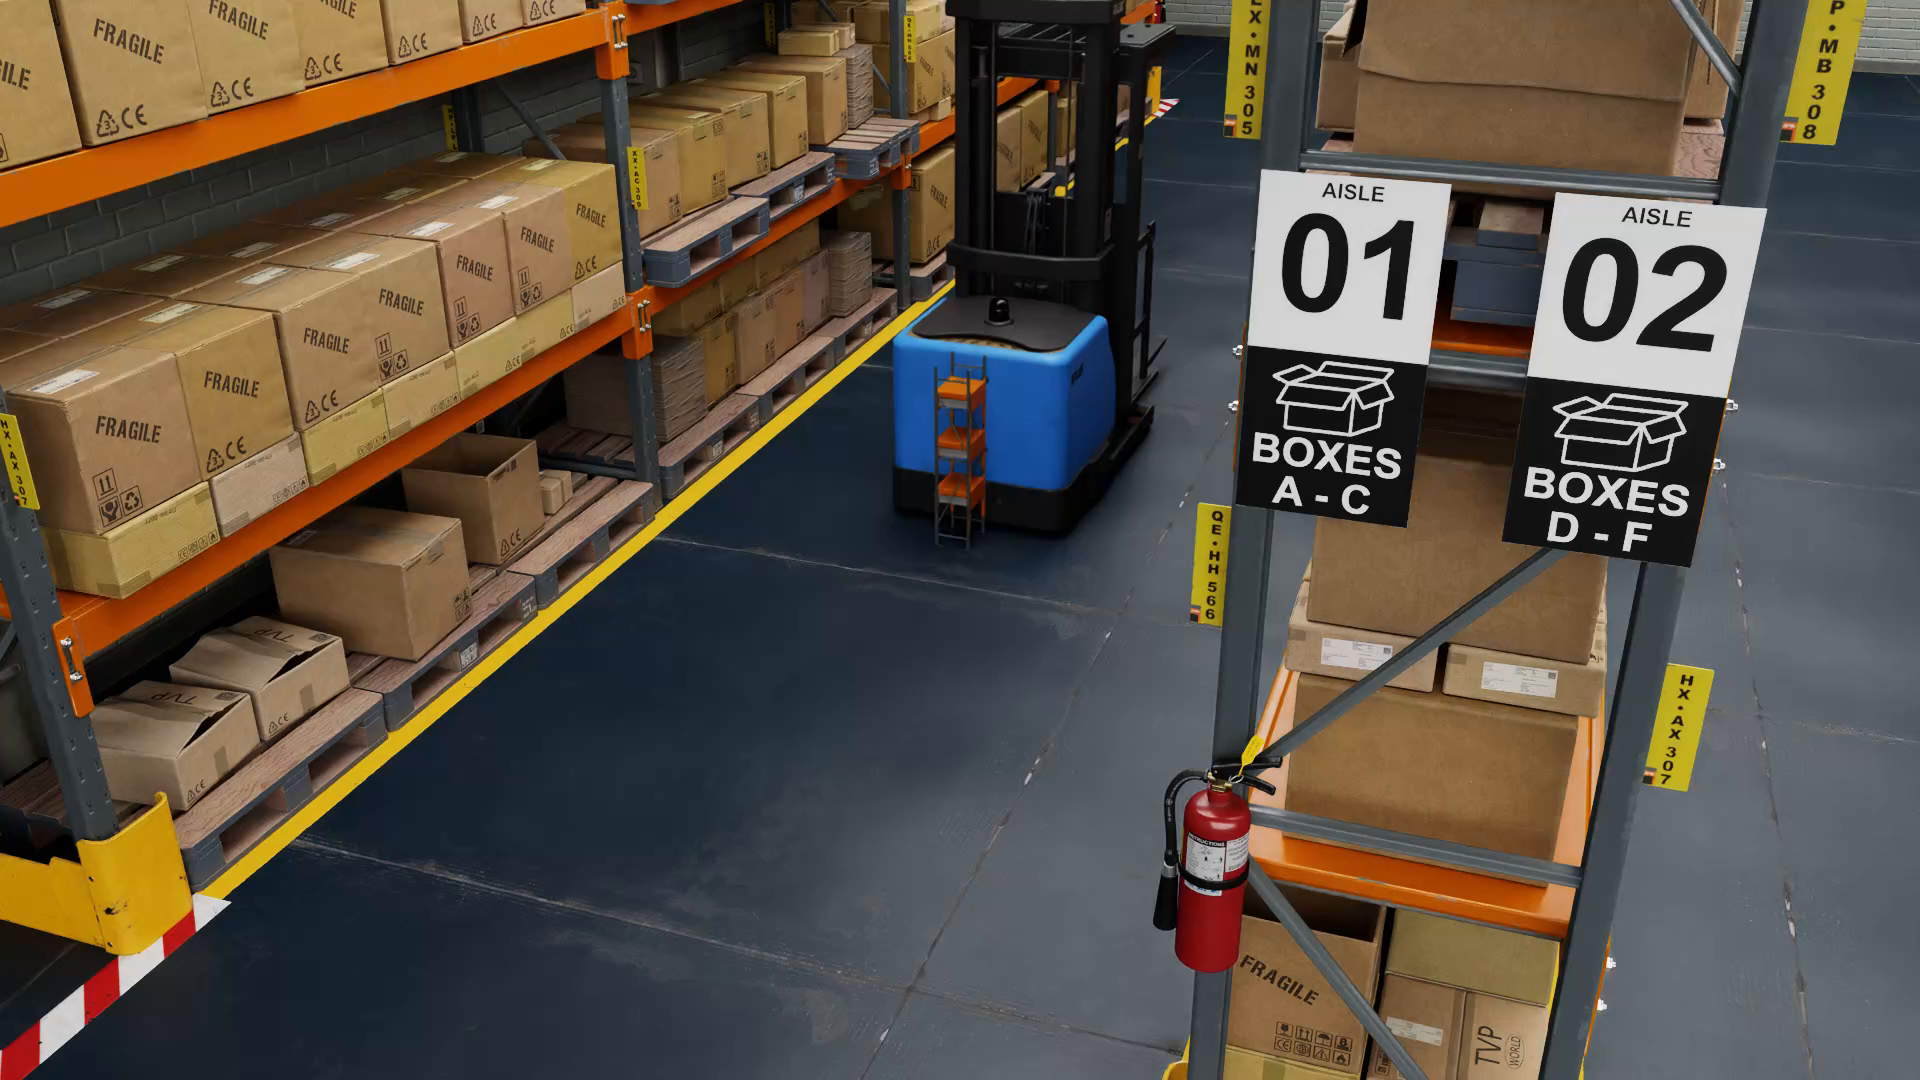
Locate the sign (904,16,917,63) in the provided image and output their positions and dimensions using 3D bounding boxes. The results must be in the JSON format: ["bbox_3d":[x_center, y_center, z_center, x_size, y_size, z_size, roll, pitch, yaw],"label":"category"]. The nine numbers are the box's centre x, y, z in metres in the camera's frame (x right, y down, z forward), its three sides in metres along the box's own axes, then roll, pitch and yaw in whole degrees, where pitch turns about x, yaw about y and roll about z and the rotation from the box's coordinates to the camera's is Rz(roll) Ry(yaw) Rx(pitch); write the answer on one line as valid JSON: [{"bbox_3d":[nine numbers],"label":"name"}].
[{"bbox_3d":[-0.365,-3.639,12.087,0.100,0.325,0.005,9,27,17],"label":"sign"}]

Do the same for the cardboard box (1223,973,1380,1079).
[{"bbox_3d":[1.030,1.561,5.257,0.500,0.250,0.500,9,27,17],"label":"cardboard box"}]

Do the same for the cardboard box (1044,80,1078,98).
[{"bbox_3d":[1.082,-4.635,17.023,0.380,0.149,0.250,10,27,19],"label":"cardboard box"}]

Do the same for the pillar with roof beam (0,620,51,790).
[{"bbox_3d":[-0.066,-2.430,3.943,9.100,9.000,0.400,9,27,17],"label":"pillar with roof beam"}]

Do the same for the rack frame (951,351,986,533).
[{"bbox_3d":[0.044,-0.526,9.131,0.200,1.050,0.008,9,27,18],"label":"rack frame"}]

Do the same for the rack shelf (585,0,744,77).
[{"bbox_3d":[-1.546,-3.433,10.282,1.077,0.370,4.000,9,27,17],"label":"rack shelf"}]

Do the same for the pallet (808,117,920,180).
[{"bbox_3d":[-1.017,-2.834,11.881,1.213,0.211,1.003,9,27,17],"label":"pallet"}]

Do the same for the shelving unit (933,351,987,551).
[{"bbox_3d":[0.001,-0.476,9.028,0.215,1.050,0.252,9,27,18],"label":"shelving unit"}]

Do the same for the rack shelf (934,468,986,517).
[{"bbox_3d":[0.001,-0.216,9.154,0.215,0.259,0.240,9,27,18],"label":"rack shelf"}]

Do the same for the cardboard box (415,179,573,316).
[{"bbox_3d":[-2.238,-1.419,8.027,0.500,0.500,0.500,9,27,17],"label":"cardboard box"}]

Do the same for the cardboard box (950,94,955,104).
[{"bbox_3d":[-0.246,-3.655,13.621,0.380,0.149,0.250,9,27,19],"label":"cardboard box"}]

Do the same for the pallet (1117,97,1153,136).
[{"bbox_3d":[1.590,-4.921,19.172,1.003,0.211,1.213,9,27,17],"label":"pallet"}]

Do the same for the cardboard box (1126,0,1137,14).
[{"bbox_3d":[1.390,-6.140,18.144,0.980,0.700,0.700,9,27,17],"label":"cardboard box"}]

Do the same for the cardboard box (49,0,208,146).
[{"bbox_3d":[-2.983,-1.662,5.660,0.500,0.500,0.500,11,28,21],"label":"cardboard box"}]

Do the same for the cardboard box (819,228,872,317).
[{"bbox_3d":[-1.071,-1.998,12.298,0.700,0.500,0.500,9,27,18],"label":"cardboard box"}]

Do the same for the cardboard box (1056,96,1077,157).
[{"bbox_3d":[0.796,-4.229,16.928,0.700,0.500,0.500,9,27,18],"label":"cardboard box"}]

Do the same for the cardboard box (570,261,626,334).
[{"bbox_3d":[-2.083,-1.288,8.617,0.500,0.250,0.500,9,27,18],"label":"cardboard box"}]

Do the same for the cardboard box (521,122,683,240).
[{"bbox_3d":[-2.010,-2.032,9.385,0.700,0.500,0.500,9,27,18],"label":"cardboard box"}]

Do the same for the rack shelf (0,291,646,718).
[{"bbox_3d":[-2.877,-0.439,7.540,1.077,0.370,4.000,9,27,17],"label":"rack shelf"}]

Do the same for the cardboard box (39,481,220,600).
[{"bbox_3d":[-3.081,-0.037,6.034,0.500,0.250,0.500,8,27,16],"label":"cardboard box"}]

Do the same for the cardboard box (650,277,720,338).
[{"bbox_3d":[-1.839,-1.482,10.371,0.500,0.250,0.500,8,27,16],"label":"cardboard box"}]

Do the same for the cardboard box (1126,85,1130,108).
[{"bbox_3d":[1.643,-5.278,19.095,0.700,0.500,0.500,9,27,17],"label":"cardboard box"}]

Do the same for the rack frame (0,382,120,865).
[{"bbox_3d":[-3.543,0.059,5.686,1.000,3.000,0.127,9,27,17],"label":"rack frame"}]

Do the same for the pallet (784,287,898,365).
[{"bbox_3d":[-1.142,-1.653,12.421,1.003,0.211,1.213,9,27,17],"label":"pallet"}]

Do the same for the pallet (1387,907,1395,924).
[{"bbox_3d":[1.753,1.211,6.507,1.003,0.211,1.213,9,27,17],"label":"pallet"}]

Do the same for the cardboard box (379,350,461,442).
[{"bbox_3d":[-2.576,-0.668,7.337,0.500,0.250,0.500,9,27,18],"label":"cardboard box"}]

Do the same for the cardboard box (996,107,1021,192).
[{"bbox_3d":[0.064,-3.442,14.902,0.750,0.750,0.750,10,27,19],"label":"cardboard box"}]

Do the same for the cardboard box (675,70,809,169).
[{"bbox_3d":[-1.421,-2.762,10.892,0.700,0.500,0.500,9,27,17],"label":"cardboard box"}]

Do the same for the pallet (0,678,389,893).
[{"bbox_3d":[-3.214,0.954,7.037,1.003,0.211,1.213,9,27,17],"label":"pallet"}]

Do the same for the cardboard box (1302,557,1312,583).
[{"bbox_3d":[1.163,0.146,4.646,0.380,0.149,0.250,9,27,19],"label":"cardboard box"}]

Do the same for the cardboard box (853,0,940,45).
[{"bbox_3d":[-0.477,-3.915,12.554,0.500,0.250,0.500,9,27,19],"label":"cardboard box"}]

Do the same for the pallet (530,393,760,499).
[{"bbox_3d":[-1.954,-0.650,10.350,1.003,0.211,1.213,9,27,17],"label":"pallet"}]

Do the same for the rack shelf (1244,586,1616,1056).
[{"bbox_3d":[1.796,0.278,6.060,1.077,0.370,4.000,9,27,17],"label":"rack shelf"}]

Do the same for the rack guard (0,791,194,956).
[{"bbox_3d":[-3.517,1.153,6.295,1.175,0.500,0.348,9,27,17],"label":"rack guard"}]

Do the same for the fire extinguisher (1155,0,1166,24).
[{"bbox_3d":[2.267,-6.309,19.354,0.296,0.674,0.183,9,27,17],"label":"fire extinguisher"}]

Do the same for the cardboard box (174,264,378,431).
[{"bbox_3d":[-2.748,-0.786,6.719,0.500,0.500,0.500,8,27,16],"label":"cardboard box"}]

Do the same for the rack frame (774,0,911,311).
[{"bbox_3d":[-0.880,-3.229,12.476,1.000,3.000,0.127,9,27,17],"label":"rack frame"}]

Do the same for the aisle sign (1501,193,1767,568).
[{"bbox_3d":[1.397,-0.323,3.492,0.394,0.787,0.004,9,27,17],"label":"aisle sign"}]

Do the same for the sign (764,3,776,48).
[{"bbox_3d":[-1.405,-3.829,12.387,0.100,0.325,0.005,9,27,17],"label":"sign"}]

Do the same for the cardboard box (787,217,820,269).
[{"bbox_3d":[-1.320,-2.110,11.670,0.500,0.250,0.500,9,27,18],"label":"cardboard box"}]

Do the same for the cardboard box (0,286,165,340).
[{"bbox_3d":[-3.409,-0.650,6.439,0.500,0.500,0.500,9,27,18],"label":"cardboard box"}]

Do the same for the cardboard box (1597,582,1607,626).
[{"bbox_3d":[1.549,0.200,4.536,0.380,0.149,0.250,8,27,16],"label":"cardboard box"}]

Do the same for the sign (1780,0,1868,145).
[{"bbox_3d":[1.651,-0.920,3.173,0.100,0.325,0.005,9,27,17],"label":"sign"}]

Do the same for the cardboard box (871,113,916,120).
[{"bbox_3d":[-0.552,-3.226,12.737,0.380,0.149,0.250,8,27,17],"label":"cardboard box"}]

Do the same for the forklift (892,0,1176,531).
[{"bbox_3d":[0.607,-1.990,9.998,1.130,2.935,3.031,9,27,18],"label":"forklift"}]

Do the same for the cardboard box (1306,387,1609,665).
[{"bbox_3d":[1.315,-0.065,4.338,0.700,0.500,0.500,9,27,18],"label":"cardboard box"}]

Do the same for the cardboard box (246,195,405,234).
[{"bbox_3d":[-2.912,-1.285,7.750,0.500,0.500,0.500,10,27,19],"label":"cardboard box"}]

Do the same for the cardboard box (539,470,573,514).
[{"bbox_3d":[-2.361,-0.283,9.140,0.380,0.166,0.250,5,26,11],"label":"cardboard box"}]

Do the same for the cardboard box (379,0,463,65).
[{"bbox_3d":[-2.475,-2.306,6.992,0.500,0.500,0.500,8,27,15],"label":"cardboard box"}]

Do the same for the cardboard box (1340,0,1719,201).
[{"bbox_3d":[1.325,-1.108,3.894,0.797,0.503,0.637,11,28,21],"label":"cardboard box"}]

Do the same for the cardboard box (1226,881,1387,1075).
[{"bbox_3d":[1.028,1.223,5.094,0.500,0.500,0.500,9,27,17],"label":"cardboard box"}]

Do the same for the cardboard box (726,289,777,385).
[{"bbox_3d":[-1.650,-1.386,11.034,0.700,0.500,0.500,9,27,18],"label":"cardboard box"}]

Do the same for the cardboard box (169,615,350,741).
[{"bbox_3d":[-3.038,0.566,7.220,0.500,0.311,0.500,11,28,22],"label":"cardboard box"}]
